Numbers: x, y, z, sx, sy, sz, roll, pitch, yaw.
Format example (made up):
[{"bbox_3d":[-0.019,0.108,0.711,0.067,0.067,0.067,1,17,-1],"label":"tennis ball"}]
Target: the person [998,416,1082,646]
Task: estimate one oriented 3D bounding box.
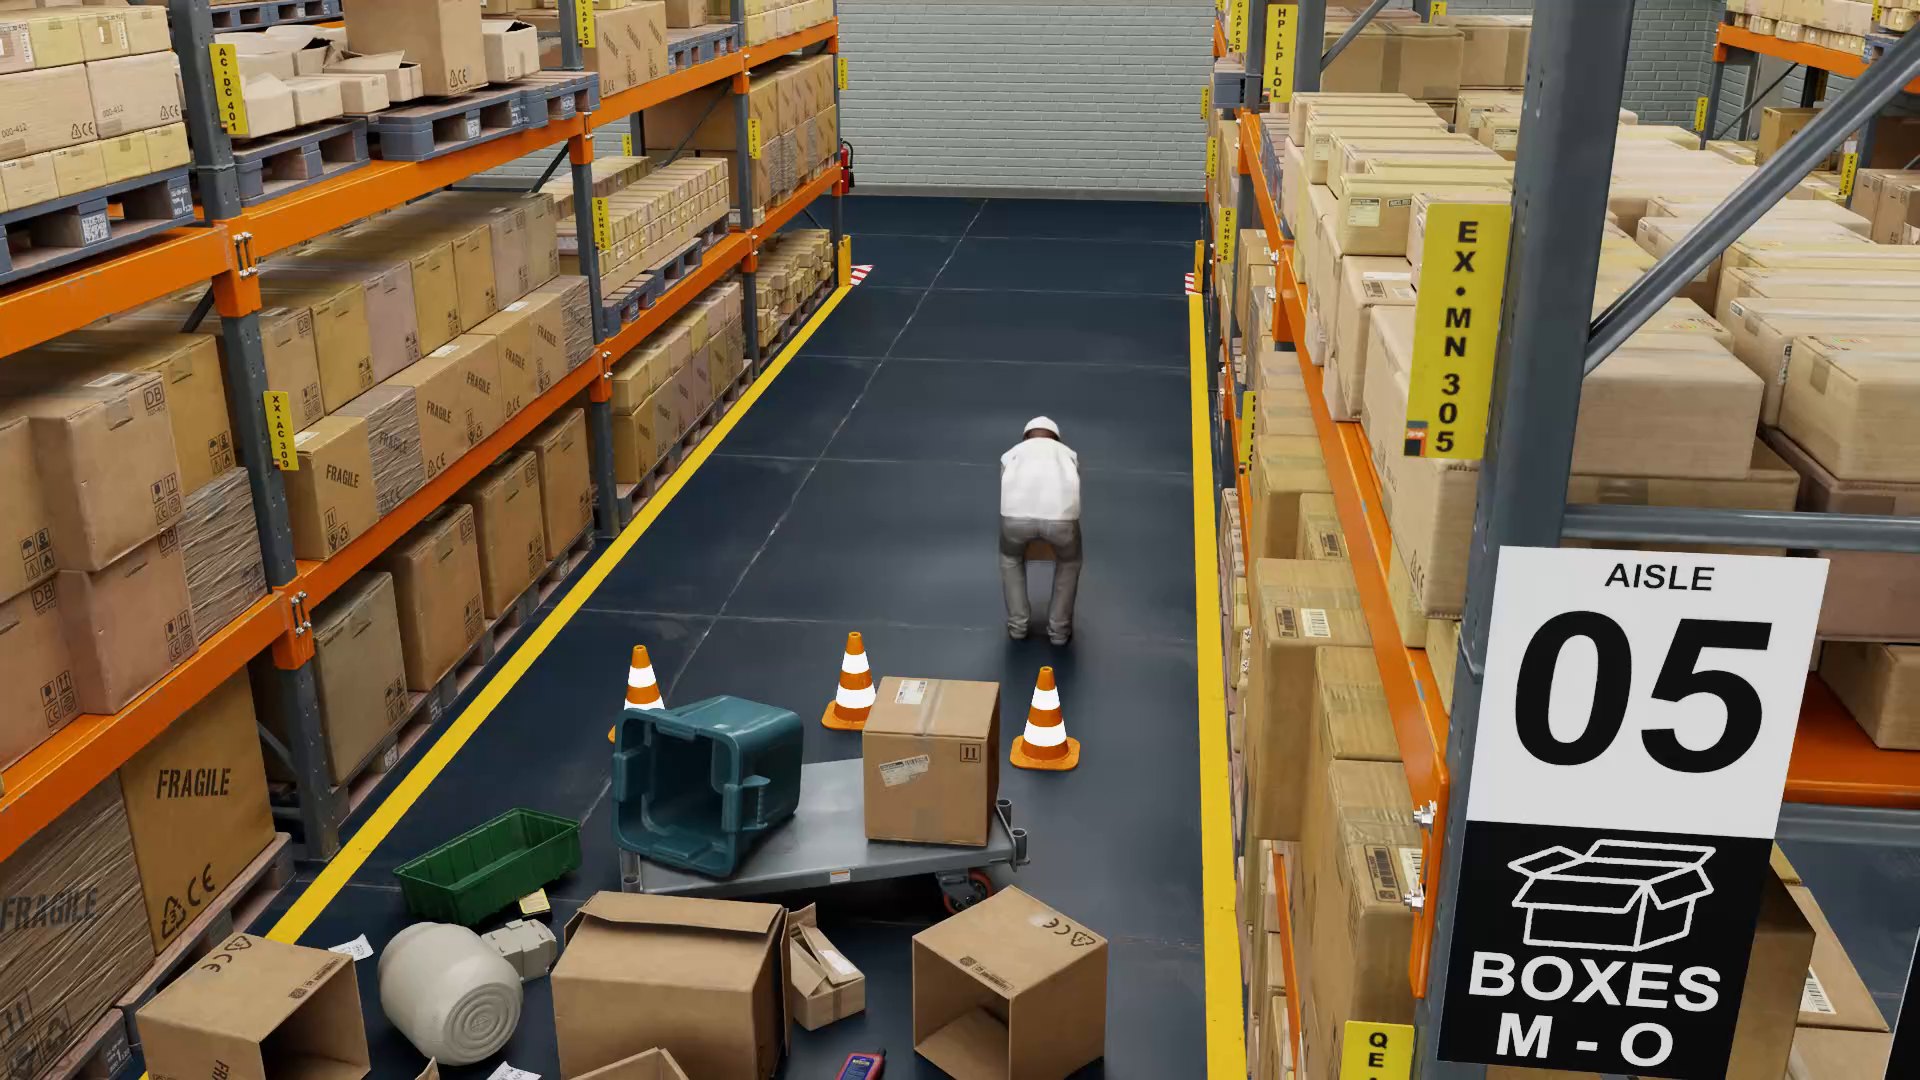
[{"bbox_3d":[0.465,-0.052,9.574,0.486,1.133,0.991,1,21,4],"label":"person"}]
